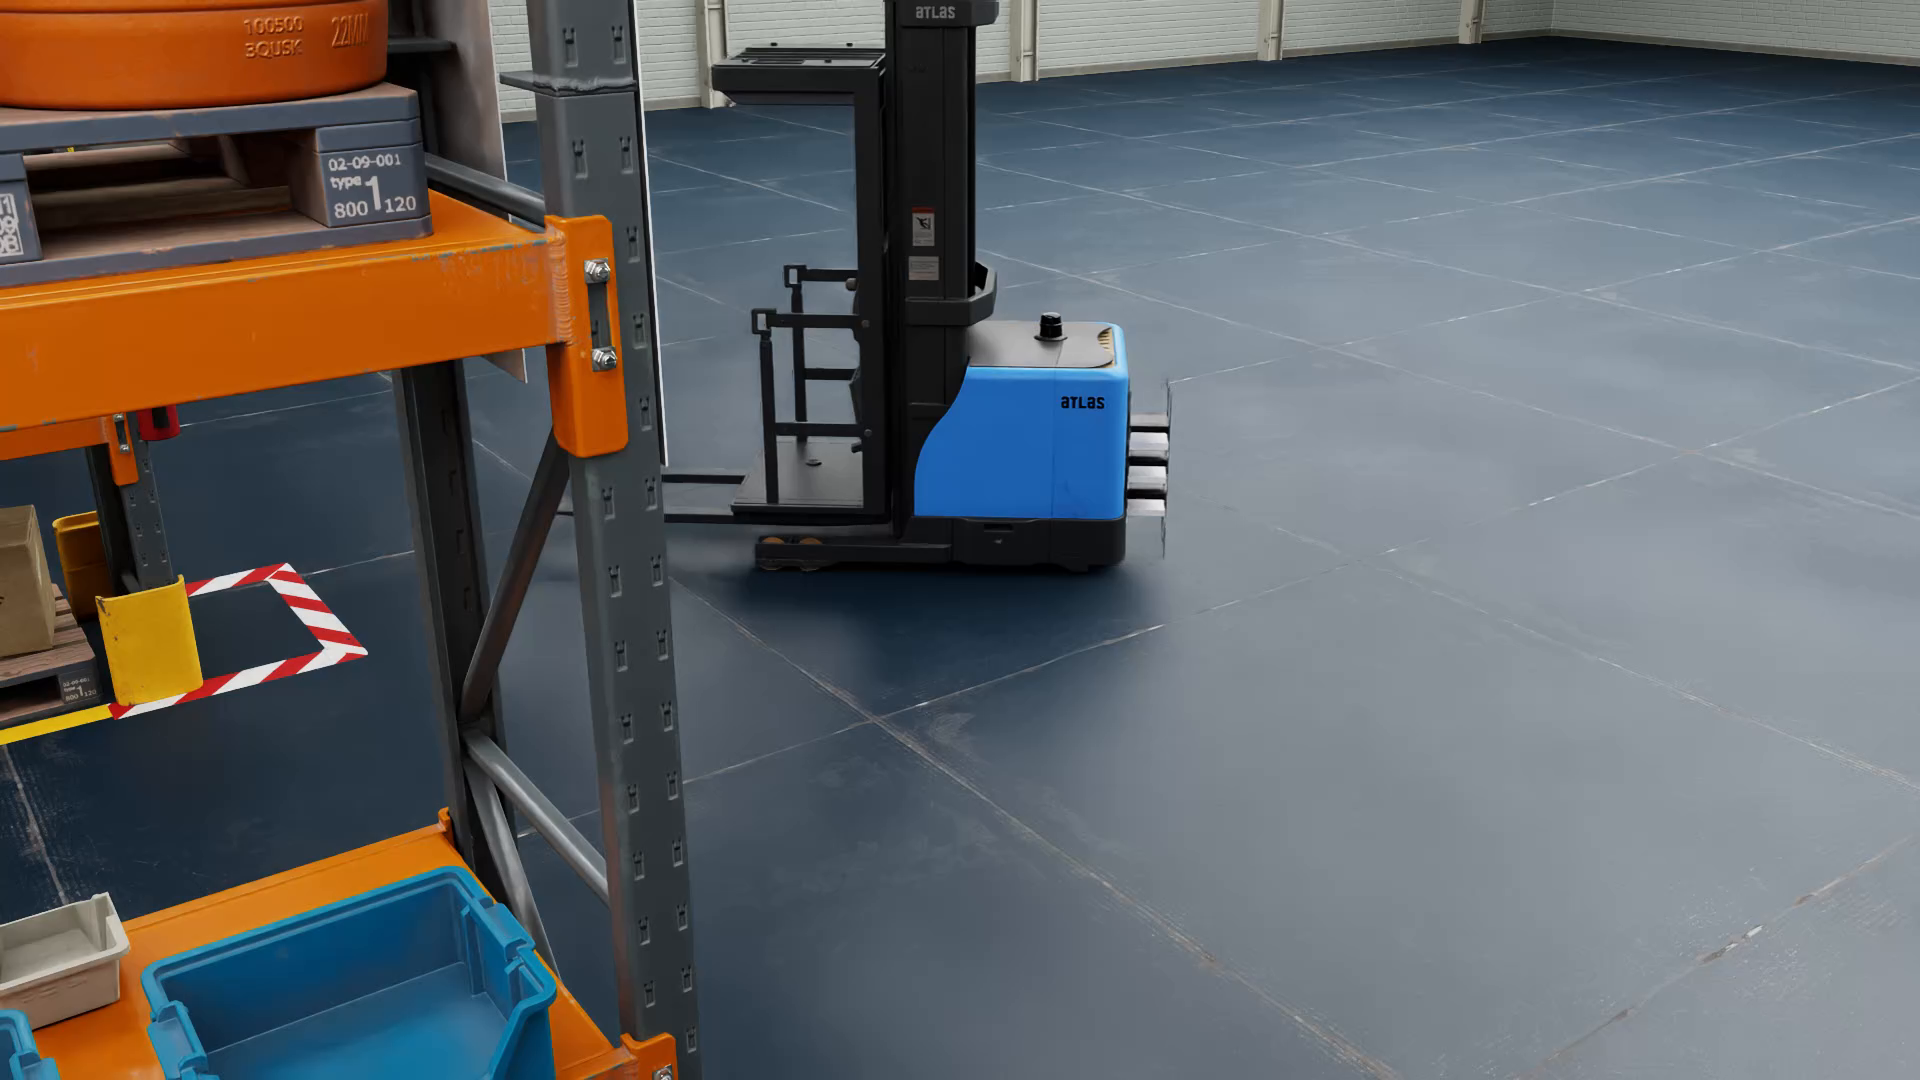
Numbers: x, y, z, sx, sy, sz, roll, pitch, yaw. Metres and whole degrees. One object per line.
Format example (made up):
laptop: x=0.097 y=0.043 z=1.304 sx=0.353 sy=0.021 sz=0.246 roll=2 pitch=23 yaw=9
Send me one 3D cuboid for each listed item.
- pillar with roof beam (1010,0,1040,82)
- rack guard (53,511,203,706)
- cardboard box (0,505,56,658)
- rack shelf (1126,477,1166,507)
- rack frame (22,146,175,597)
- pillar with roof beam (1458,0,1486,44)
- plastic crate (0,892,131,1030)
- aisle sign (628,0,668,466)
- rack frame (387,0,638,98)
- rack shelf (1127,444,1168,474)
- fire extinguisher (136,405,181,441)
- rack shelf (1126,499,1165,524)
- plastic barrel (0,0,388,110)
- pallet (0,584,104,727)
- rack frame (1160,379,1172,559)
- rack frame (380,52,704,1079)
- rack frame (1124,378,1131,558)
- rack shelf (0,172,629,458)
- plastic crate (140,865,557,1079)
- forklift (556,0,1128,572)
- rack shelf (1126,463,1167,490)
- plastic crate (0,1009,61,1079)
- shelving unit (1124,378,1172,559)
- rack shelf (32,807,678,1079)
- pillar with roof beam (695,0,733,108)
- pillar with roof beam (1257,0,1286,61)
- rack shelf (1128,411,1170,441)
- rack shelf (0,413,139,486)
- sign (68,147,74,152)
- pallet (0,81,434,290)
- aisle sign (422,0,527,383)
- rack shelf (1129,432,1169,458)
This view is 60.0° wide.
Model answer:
pillar with roof beam: x=3.629 y=-10.883 z=24.027 sx=0.400 sy=9.000 sz=9.100 roll=-15 pitch=26 yaw=-33
rack guard: x=-3.777 y=0.276 z=7.529 sx=0.348 sy=0.500 sz=1.175 roll=-15 pitch=26 yaw=-33
cardboard box: x=-4.232 y=0.195 z=7.167 sx=0.500 sy=0.500 sz=0.500 roll=-10 pitch=24 yaw=-23
rack shelf: x=0.964 y=-0.252 z=8.645 sx=0.200 sy=0.077 sz=0.258 roll=1 pitch=22 yaw=3
rack frame: x=-3.716 y=-0.901 z=7.107 sx=0.127 sy=3.000 sz=1.000 roll=-15 pitch=26 yaw=-33
pillar with roof beam: x=13.370 y=-13.480 z=30.536 sx=0.400 sy=9.000 sz=9.100 roll=-15 pitch=26 yaw=-33
plastic crate: x=-1.737 y=0.808 z=3.179 sx=0.250 sy=0.136 sz=0.298 roll=-15 pitch=26 yaw=-33
aisle sign: x=-0.591 y=-0.545 z=2.706 sx=0.004 sy=0.787 sz=0.394 roll=-15 pitch=26 yaw=-33
rack frame: x=-0.823 y=-2.197 z=2.261 sx=0.127 sy=3.000 sz=1.000 roll=-15 pitch=26 yaw=-33
rack shelf: x=0.964 y=-0.419 z=8.579 sx=0.200 sy=0.077 sz=0.258 roll=1 pitch=22 yaw=3
fire extinguisher: x=-3.354 y=-0.751 z=6.836 sx=0.183 sy=0.674 sz=0.296 roll=-15 pitch=26 yaw=-33
rack shelf: x=0.964 y=-0.168 z=8.679 sx=0.200 sy=0.077 sz=0.258 roll=1 pitch=22 yaw=3
plastic barrel: x=-1.143 y=-1.055 z=2.300 sx=0.708 sy=0.830 sz=0.600 roll=-15 pitch=26 yaw=-33
pallet: x=-4.458 y=0.576 z=7.169 sx=1.213 sy=0.211 sz=1.003 roll=-15 pitch=26 yaw=-33
rack frame: x=1.065 y=-0.364 z=8.594 sx=0.006 sy=0.900 sz=0.240 roll=1 pitch=22 yaw=3
rack frame: x=-0.823 y=0.589 z=3.373 sx=0.127 sy=3.000 sz=1.000 roll=-15 pitch=26 yaw=-33
rack frame: x=0.862 y=-0.368 z=8.605 sx=0.006 sy=0.900 sz=0.240 roll=1 pitch=22 yaw=3
rack shelf: x=-2.447 y=-0.037 z=1.866 sx=4.000 sy=0.370 sz=1.077 roll=-15 pitch=26 yaw=-33
plastic crate: x=-1.055 y=0.856 z=2.904 sx=0.616 sy=0.251 sz=0.499 roll=-15 pitch=26 yaw=-33
forklift: x=-0.651 y=-1.395 z=8.437 sx=3.031 sy=2.935 sz=1.130 roll=1 pitch=22 yaw=3
rack shelf: x=0.964 y=-0.335 z=8.612 sx=0.200 sy=0.077 sz=0.258 roll=1 pitch=22 yaw=3
plastic crate: x=-1.585 y=0.995 z=2.556 sx=0.408 sy=0.251 sz=0.499 roll=-15 pitch=26 yaw=-33
shelving unit: x=0.964 y=-0.366 z=8.600 sx=0.210 sy=0.900 sz=0.258 roll=1 pitch=22 yaw=3
rack shelf: x=-2.447 y=1.356 z=2.422 sx=4.000 sy=0.370 sz=1.077 roll=-15 pitch=26 yaw=-33
pillar with roof beam: x=-1.242 y=-9.584 z=20.772 sx=0.400 sy=9.000 sz=9.100 roll=-15 pitch=26 yaw=-33
pillar with roof beam: x=8.499 y=-12.181 z=27.282 sx=0.400 sy=9.000 sz=9.100 roll=-15 pitch=26 yaw=-33
rack shelf: x=0.964 y=-0.586 z=8.512 sx=0.200 sy=0.077 sz=0.258 roll=1 pitch=22 yaw=3
rack shelf: x=-5.339 y=-0.134 z=6.156 sx=4.000 sy=0.370 sz=1.077 roll=-15 pitch=26 yaw=-33
sign: x=-3.408 y=-1.414 z=6.405 sx=0.005 sy=0.325 sz=0.100 roll=-15 pitch=26 yaw=-33
pallet: x=-1.552 y=-0.567 z=2.477 sx=1.213 sy=0.211 sz=1.003 roll=-15 pitch=26 yaw=-33
aisle sign: x=-0.936 y=-0.722 z=3.151 sx=0.004 sy=0.787 sz=0.394 roll=-15 pitch=26 yaw=-33
rack shelf: x=0.964 y=-0.502 z=8.545 sx=0.200 sy=0.077 sz=0.258 roll=1 pitch=22 yaw=3
